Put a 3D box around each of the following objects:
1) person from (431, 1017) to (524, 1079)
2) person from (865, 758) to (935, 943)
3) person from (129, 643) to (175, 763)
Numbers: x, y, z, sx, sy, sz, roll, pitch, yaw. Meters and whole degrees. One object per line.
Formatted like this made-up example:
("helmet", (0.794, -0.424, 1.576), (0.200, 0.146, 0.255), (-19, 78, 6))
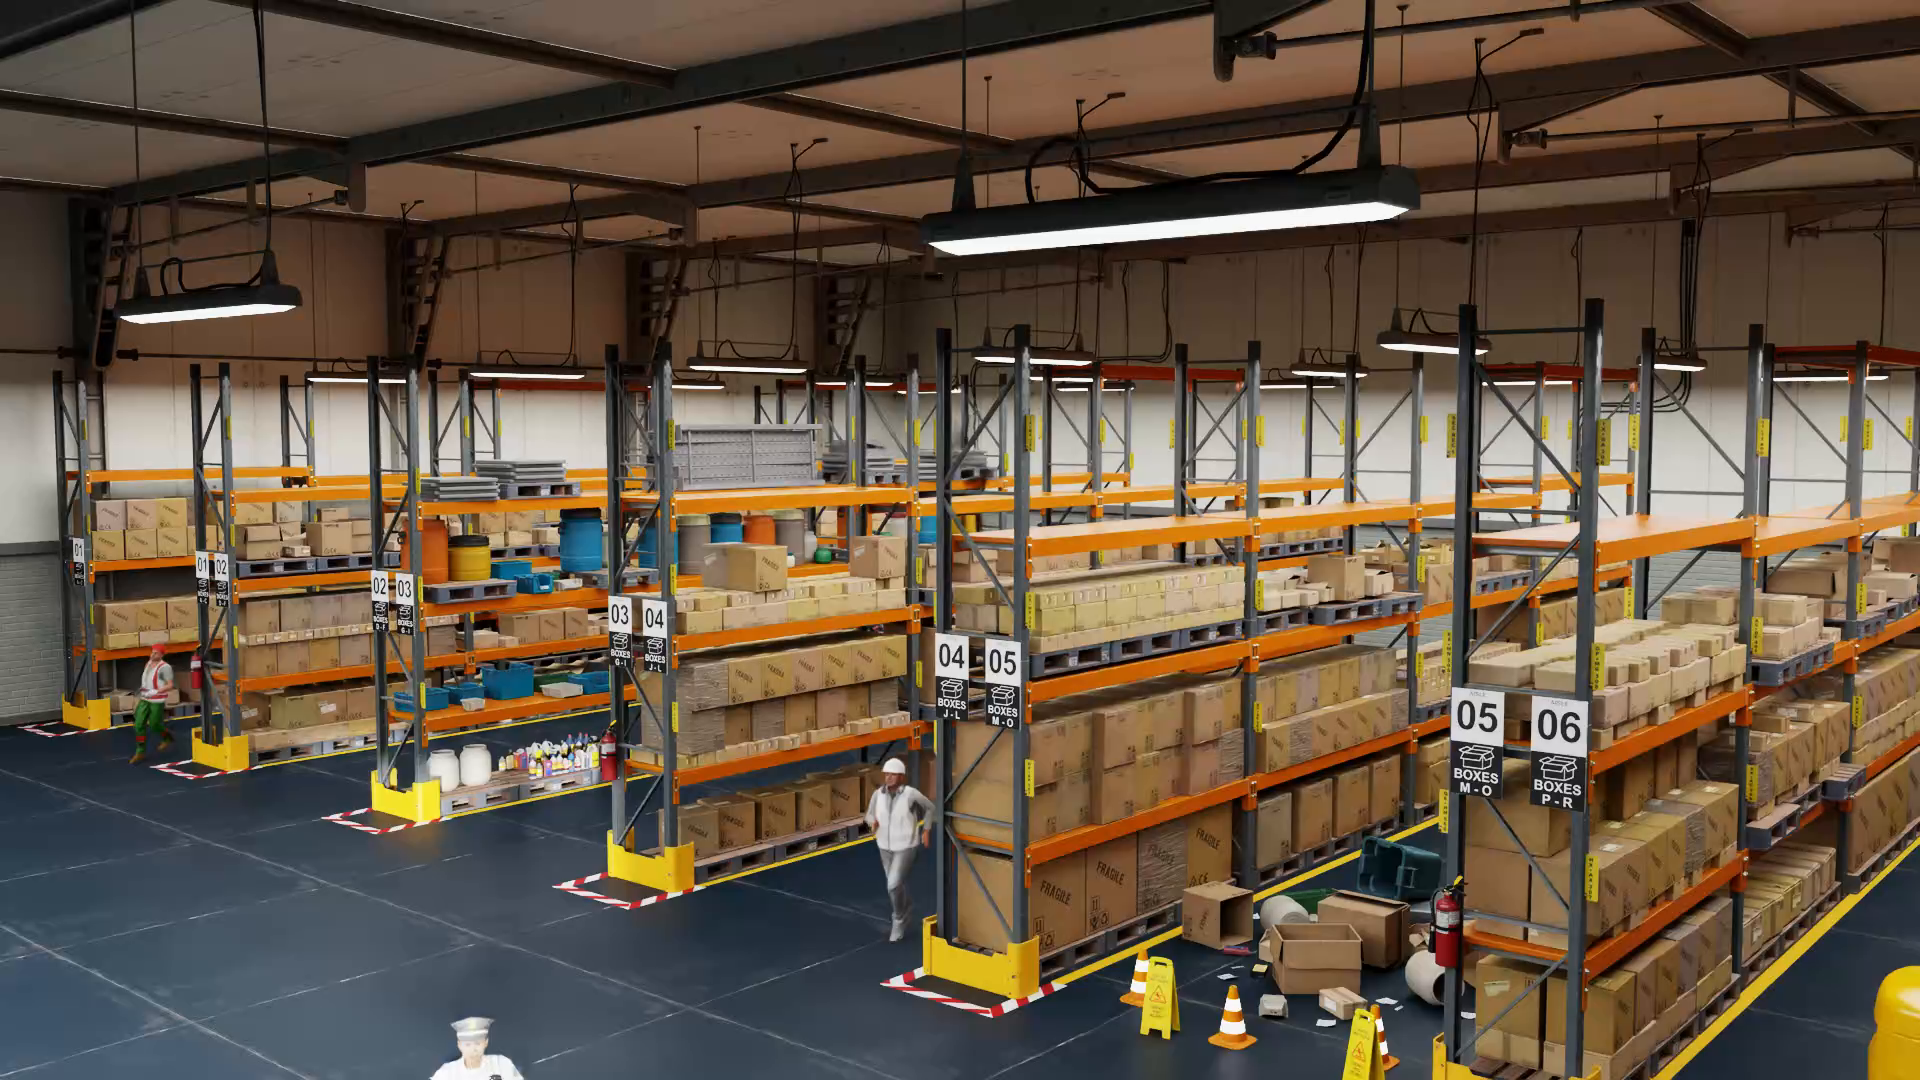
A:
("person", (-2.863, 3.598, 9.817), (0.612, 1.675, 0.886), (-1, 4, -16))
("person", (-0.633, 3.086, 16.634), (0.620, 1.823, 0.827), (2, 5, 28))
("person", (-12.248, 2.455, 25.358), (0.699, 1.778, 0.842), (1, 4, 17))
